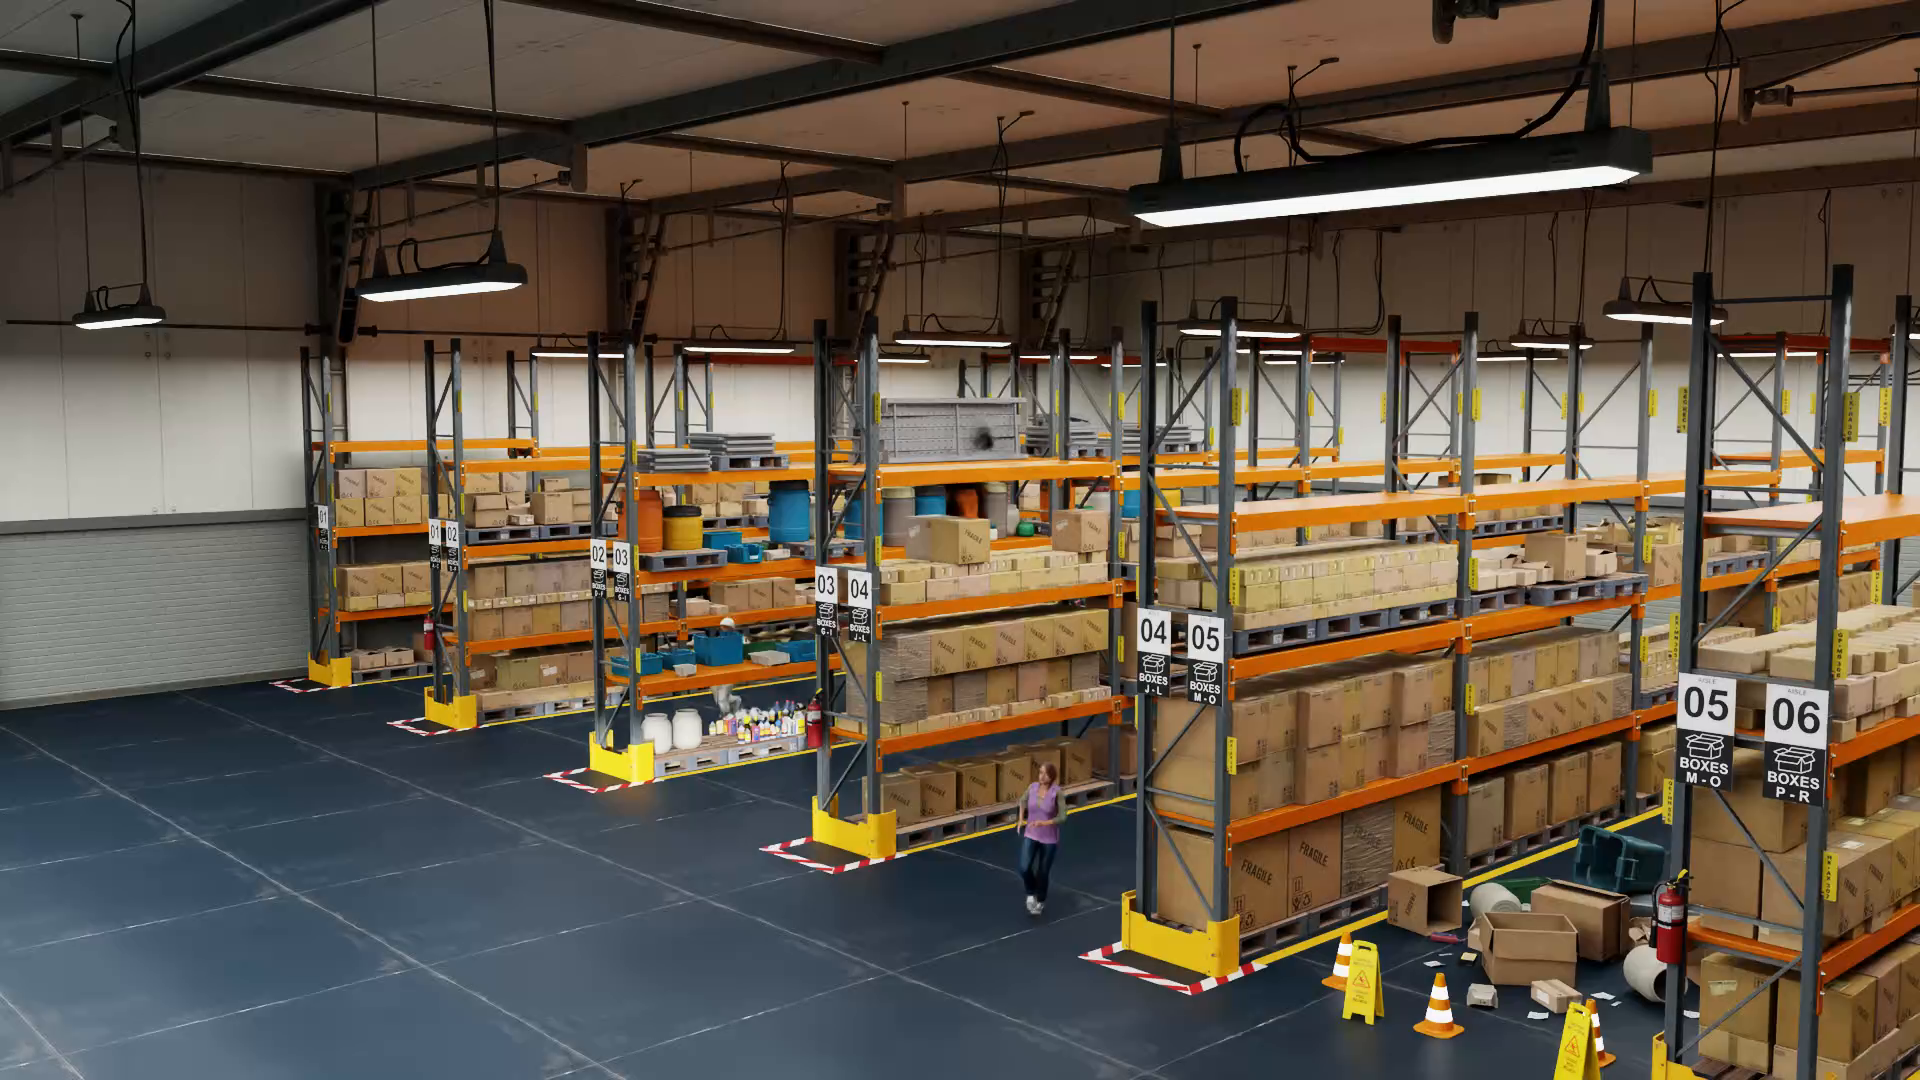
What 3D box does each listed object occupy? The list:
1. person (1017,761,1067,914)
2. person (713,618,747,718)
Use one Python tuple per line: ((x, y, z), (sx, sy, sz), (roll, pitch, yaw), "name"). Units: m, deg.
((0.796, 2.952, 16.361), (0.528, 1.536, 0.557), (1, 5, 15), "person")
((-3.550, 2.059, 25.714), (0.710, 1.736, 0.654), (3, 6, 35), "person")
